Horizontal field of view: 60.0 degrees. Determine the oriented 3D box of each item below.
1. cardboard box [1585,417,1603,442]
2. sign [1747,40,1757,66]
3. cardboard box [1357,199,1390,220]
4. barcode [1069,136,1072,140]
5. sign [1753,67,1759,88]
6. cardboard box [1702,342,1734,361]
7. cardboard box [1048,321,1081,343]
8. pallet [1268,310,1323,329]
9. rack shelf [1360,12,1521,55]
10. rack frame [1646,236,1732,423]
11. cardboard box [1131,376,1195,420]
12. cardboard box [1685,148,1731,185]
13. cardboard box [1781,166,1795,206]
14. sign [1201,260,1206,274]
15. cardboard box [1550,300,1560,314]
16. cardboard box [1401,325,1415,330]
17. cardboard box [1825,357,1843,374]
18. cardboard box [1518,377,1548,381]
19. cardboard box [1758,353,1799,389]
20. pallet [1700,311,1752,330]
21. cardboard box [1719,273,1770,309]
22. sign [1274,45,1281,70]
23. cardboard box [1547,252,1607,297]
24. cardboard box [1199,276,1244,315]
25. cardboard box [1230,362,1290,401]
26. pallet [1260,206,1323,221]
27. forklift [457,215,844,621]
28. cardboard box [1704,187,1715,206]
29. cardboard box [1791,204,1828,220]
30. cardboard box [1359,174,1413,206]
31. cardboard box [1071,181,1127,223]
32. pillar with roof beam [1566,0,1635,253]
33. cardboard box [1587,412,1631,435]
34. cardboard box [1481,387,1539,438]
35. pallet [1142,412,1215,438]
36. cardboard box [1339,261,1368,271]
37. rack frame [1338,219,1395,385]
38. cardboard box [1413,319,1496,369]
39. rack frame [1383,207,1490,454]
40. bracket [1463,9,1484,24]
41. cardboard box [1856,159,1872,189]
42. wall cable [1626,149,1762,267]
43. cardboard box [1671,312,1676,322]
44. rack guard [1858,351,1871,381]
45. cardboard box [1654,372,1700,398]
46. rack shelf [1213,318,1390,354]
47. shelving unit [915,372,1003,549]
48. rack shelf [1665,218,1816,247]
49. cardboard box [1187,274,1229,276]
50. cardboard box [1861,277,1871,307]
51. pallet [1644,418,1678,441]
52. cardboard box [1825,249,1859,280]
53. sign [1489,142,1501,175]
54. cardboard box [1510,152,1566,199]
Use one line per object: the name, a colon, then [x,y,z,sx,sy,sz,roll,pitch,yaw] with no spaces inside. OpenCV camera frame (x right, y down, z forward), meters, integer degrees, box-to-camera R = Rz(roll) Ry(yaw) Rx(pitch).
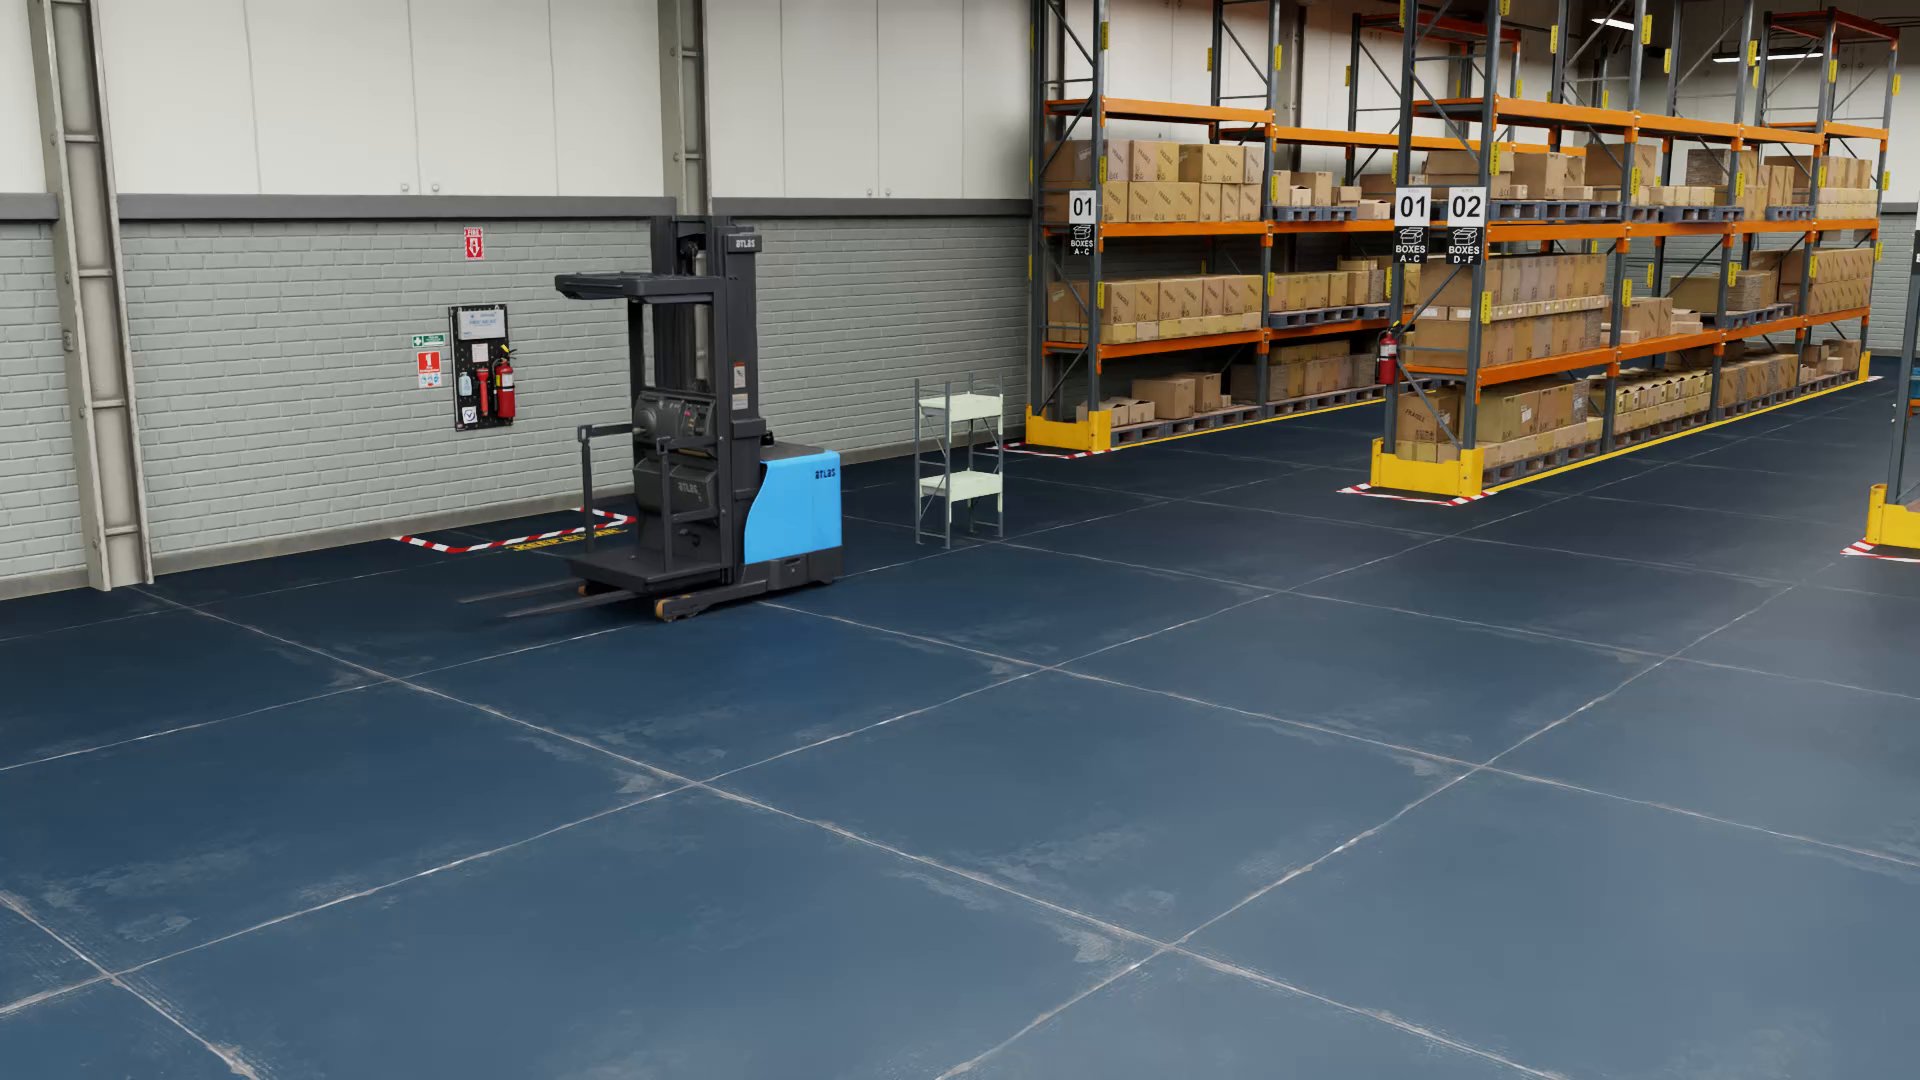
cardboard box: [7.546,-1.373,20.412,0.500,0.250,0.500,10,15,40]
sign: [10.748,-6.606,22.562,0.100,0.325,0.005,10,15,40]
cardboard box: [6.333,-5.136,25.825,0.500,0.311,0.500,10,15,40]
barcode: [1.417,-5.137,21.311,0.001,0.075,0.075,10,15,40]
sign: [12.574,-7.300,26.238,0.100,0.325,0.005,10,15,40]
cardboard box: [11.476,-2.886,25.383,0.500,0.250,0.500,9,15,39]
cardboard box: [1.487,-2.693,21.407,0.500,0.250,0.500,10,15,41]
pallet: [4.579,-3.251,24.358,1.003,0.211,1.213,10,15,40]
rack shelf: [7.925,-8.353,27.448,1.077,0.370,4.000,10,15,40]
rack frame: [10.329,-3.200,23.613,1.000,3.000,0.127,10,15,40]
cardboard box: [2.747,-1.928,22.505,0.700,0.500,0.500,9,14,37]
cardboard box: [10.621,-5.274,23.529,0.500,0.500,0.500,10,15,40]
cardboard box: [12.581,-5.499,25.882,0.600,0.600,0.600,8,14,35]
sign: [3.545,-3.890,24.114,0.100,0.325,0.005,10,15,40]
cardboard box: [6.657,-2.685,19.123,0.380,0.149,0.250,10,15,42]
cardboard box: [7.772,-3.211,28.085,0.750,0.750,0.750,10,15,40]
cardboard box: [14.786,-2.997,28.492,0.500,0.250,0.500,10,15,40]
cardboard box: [6.823,-1.735,20.309,0.500,0.500,0.500,10,15,40]
cardboard box: [12.859,-2.669,26.213,0.500,0.500,0.500,10,15,40]
pallet: [10.723,-3.215,24.177,1.213,0.211,1.003,10,15,40]
cardboard box: [11.849,-3.776,25.168,0.700,0.500,0.500,6,13,26]
sign: [4.360,-6.617,22.819,0.100,0.325,0.005,10,15,40]
cardboard box: [7.400,-3.231,20.199,0.700,0.500,0.500,10,15,41]
cardboard box: [3.560,-3.372,22.890,0.500,0.500,0.500,10,15,40]
cardboard box: [4.438,-2.352,24.626,0.700,0.500,0.500,10,15,42]
pallet: [4.452,-4.707,23.981,1.213,0.211,1.003,10,15,40]
forklift: [-2.323,-0.950,12.521,1.130,2.935,3.031,11,15,42]
cardboard box: [10.071,-4.729,22.923,0.500,0.250,0.500,8,14,36]
cardboard box: [13.476,-5.226,26.479,0.500,0.250,0.500,10,15,40]
cardboard box: [6.876,-5.653,26.858,0.700,0.500,0.500,8,14,36]
cardboard box: [1.733,-4.210,20.703,0.500,0.500,0.500,10,15,42]
pillar with roof beam: [16.252,-7.911,31.885,9.100,9.000,0.548,10,15,40]
cardboard box: [8.141,-1.496,21.032,0.500,0.250,0.500,9,15,39]
cardboard box: [6.218,-1.448,18.872,0.500,0.500,0.500,10,15,40]
pallet: [2.743,-1.600,22.724,1.003,0.211,1.213,10,15,40]
cardboard box: [6.199,-4.319,26.181,0.380,0.149,0.250,7,13,31]
rack frame: [6.605,-3.840,26.817,1.000,3.000,0.127,10,15,40]
cardboard box: [5.366,-2.139,18.046,0.700,0.500,0.500,10,15,40]
rack frame: [5.048,-2.023,17.720,1.000,3.000,0.127,10,15,40]
bracket: [9.051,-9.243,29.364,0.235,0.232,0.430,10,15,40]
cardboard box: [15.283,-6.310,28.716,0.700,0.500,0.500,10,15,40]
wall cable: [15.888,-7.222,36.362,3.097,2.526,0.112,10,15,40]
cardboard box: [9.593,-3.050,23.089,0.500,0.311,0.500,10,15,40]
rack guard: [15.559,-3.140,29.695,1.175,0.500,0.348,10,15,40]
cardboard box: [9.830,-2.146,22.854,0.500,0.311,0.500,9,15,39]
rack shelf: [5.285,-3.193,25.415,1.077,0.370,4.000,10,15,40]
shelving unit: [-0.004,-0.734,15.098,0.431,1.500,0.755,10,15,40]
rack shelf: [11.649,-4.612,24.863,1.077,0.370,4.000,10,15,40]
cardboard box: [3.498,-3.513,23.599,0.500,0.500,0.500,9,15,39]
cardboard box: [15.518,-4.325,28.991,0.500,0.500,0.500,10,15,42]
pallet: [8.950,-1.538,22.411,1.003,0.211,1.213,10,15,40]
cardboard box: [14.851,-4.664,28.135,0.500,0.500,0.500,10,15,42]
sign: [5.461,-3.889,16.970,0.100,0.325,0.005,10,15,40]
cardboard box: [6.349,-4.027,18.408,0.500,0.500,0.500,10,15,40]
